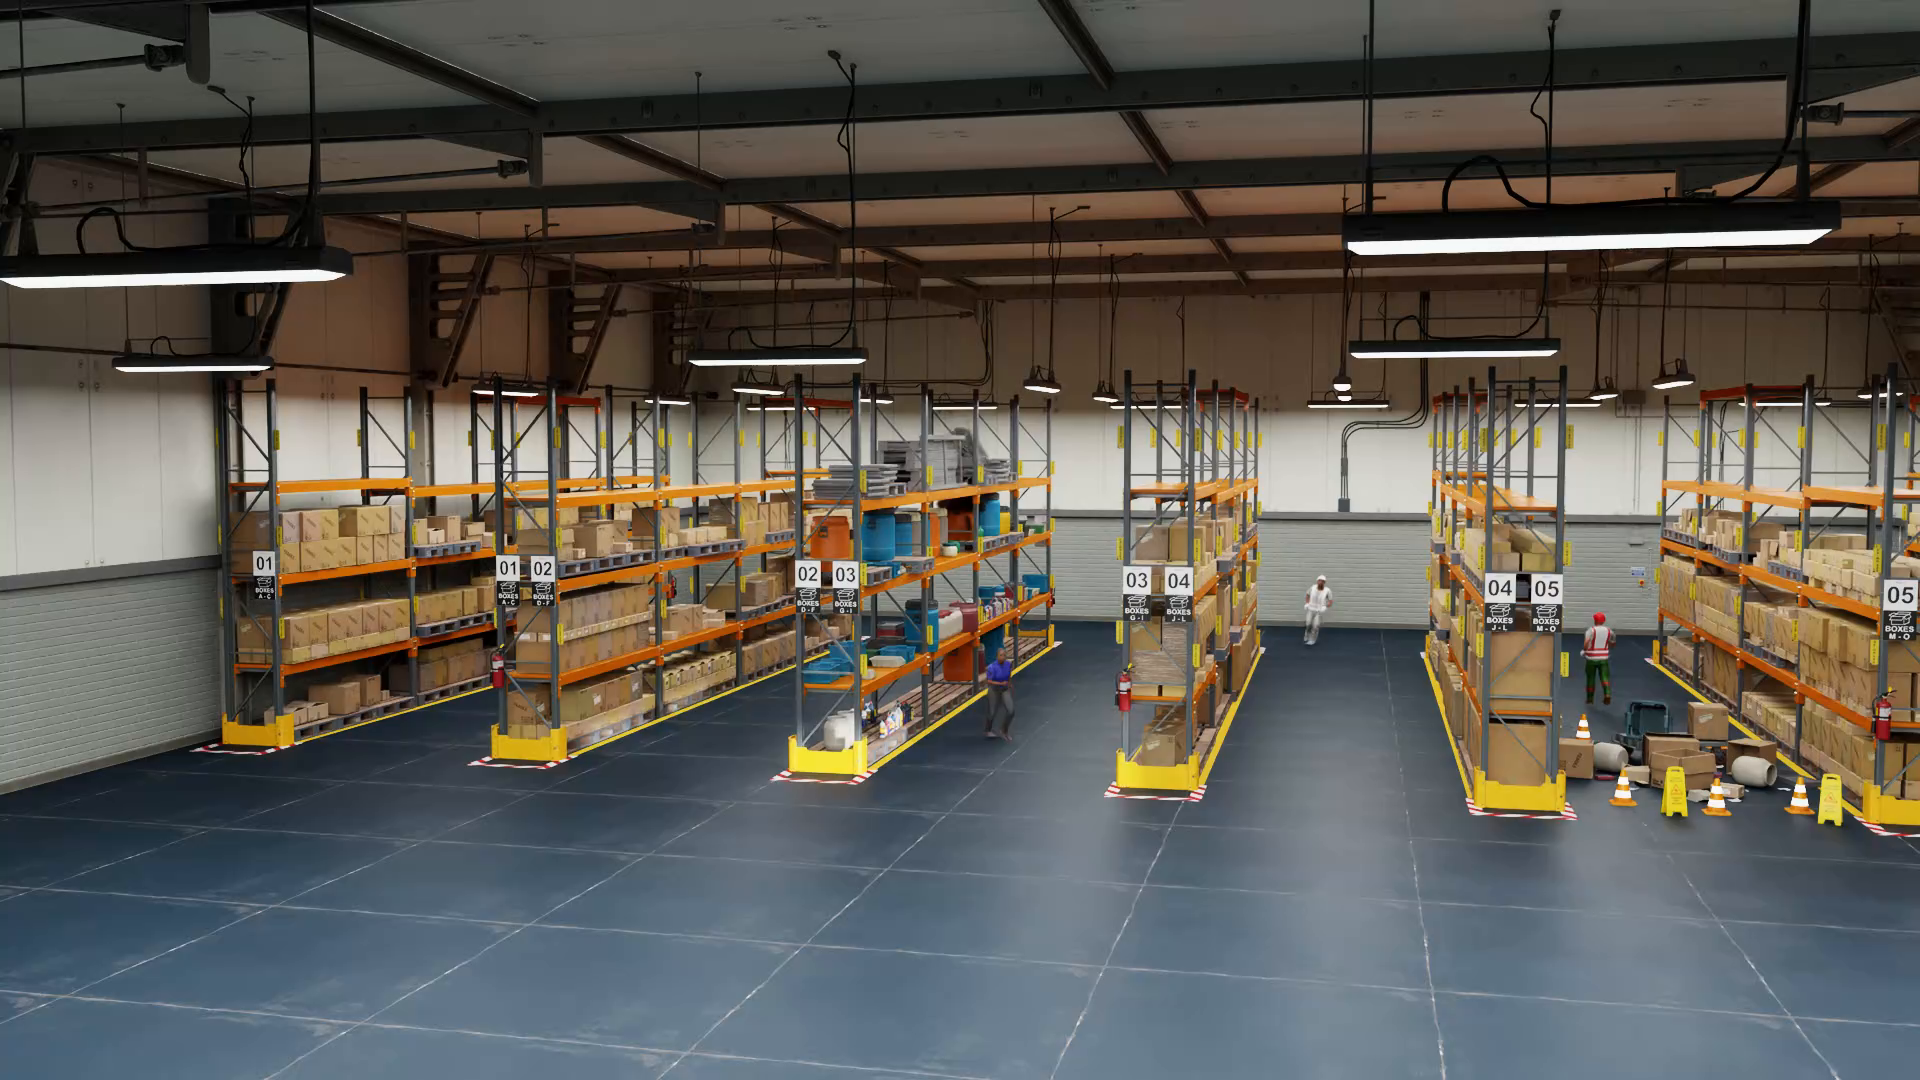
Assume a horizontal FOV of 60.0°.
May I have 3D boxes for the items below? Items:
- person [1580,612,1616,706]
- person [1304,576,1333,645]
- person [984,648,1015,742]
[{"bbox_3d":[11.925,2.224,31.069,0.655,1.765,1.000,0,3,7],"label":"person"},{"bbox_3d":[8.702,1.720,40.433,0.736,1.720,0.564,1,4,21],"label":"person"},{"bbox_3d":[0.665,2.598,27.569,0.578,1.528,0.935,-1,4,-21],"label":"person"}]
